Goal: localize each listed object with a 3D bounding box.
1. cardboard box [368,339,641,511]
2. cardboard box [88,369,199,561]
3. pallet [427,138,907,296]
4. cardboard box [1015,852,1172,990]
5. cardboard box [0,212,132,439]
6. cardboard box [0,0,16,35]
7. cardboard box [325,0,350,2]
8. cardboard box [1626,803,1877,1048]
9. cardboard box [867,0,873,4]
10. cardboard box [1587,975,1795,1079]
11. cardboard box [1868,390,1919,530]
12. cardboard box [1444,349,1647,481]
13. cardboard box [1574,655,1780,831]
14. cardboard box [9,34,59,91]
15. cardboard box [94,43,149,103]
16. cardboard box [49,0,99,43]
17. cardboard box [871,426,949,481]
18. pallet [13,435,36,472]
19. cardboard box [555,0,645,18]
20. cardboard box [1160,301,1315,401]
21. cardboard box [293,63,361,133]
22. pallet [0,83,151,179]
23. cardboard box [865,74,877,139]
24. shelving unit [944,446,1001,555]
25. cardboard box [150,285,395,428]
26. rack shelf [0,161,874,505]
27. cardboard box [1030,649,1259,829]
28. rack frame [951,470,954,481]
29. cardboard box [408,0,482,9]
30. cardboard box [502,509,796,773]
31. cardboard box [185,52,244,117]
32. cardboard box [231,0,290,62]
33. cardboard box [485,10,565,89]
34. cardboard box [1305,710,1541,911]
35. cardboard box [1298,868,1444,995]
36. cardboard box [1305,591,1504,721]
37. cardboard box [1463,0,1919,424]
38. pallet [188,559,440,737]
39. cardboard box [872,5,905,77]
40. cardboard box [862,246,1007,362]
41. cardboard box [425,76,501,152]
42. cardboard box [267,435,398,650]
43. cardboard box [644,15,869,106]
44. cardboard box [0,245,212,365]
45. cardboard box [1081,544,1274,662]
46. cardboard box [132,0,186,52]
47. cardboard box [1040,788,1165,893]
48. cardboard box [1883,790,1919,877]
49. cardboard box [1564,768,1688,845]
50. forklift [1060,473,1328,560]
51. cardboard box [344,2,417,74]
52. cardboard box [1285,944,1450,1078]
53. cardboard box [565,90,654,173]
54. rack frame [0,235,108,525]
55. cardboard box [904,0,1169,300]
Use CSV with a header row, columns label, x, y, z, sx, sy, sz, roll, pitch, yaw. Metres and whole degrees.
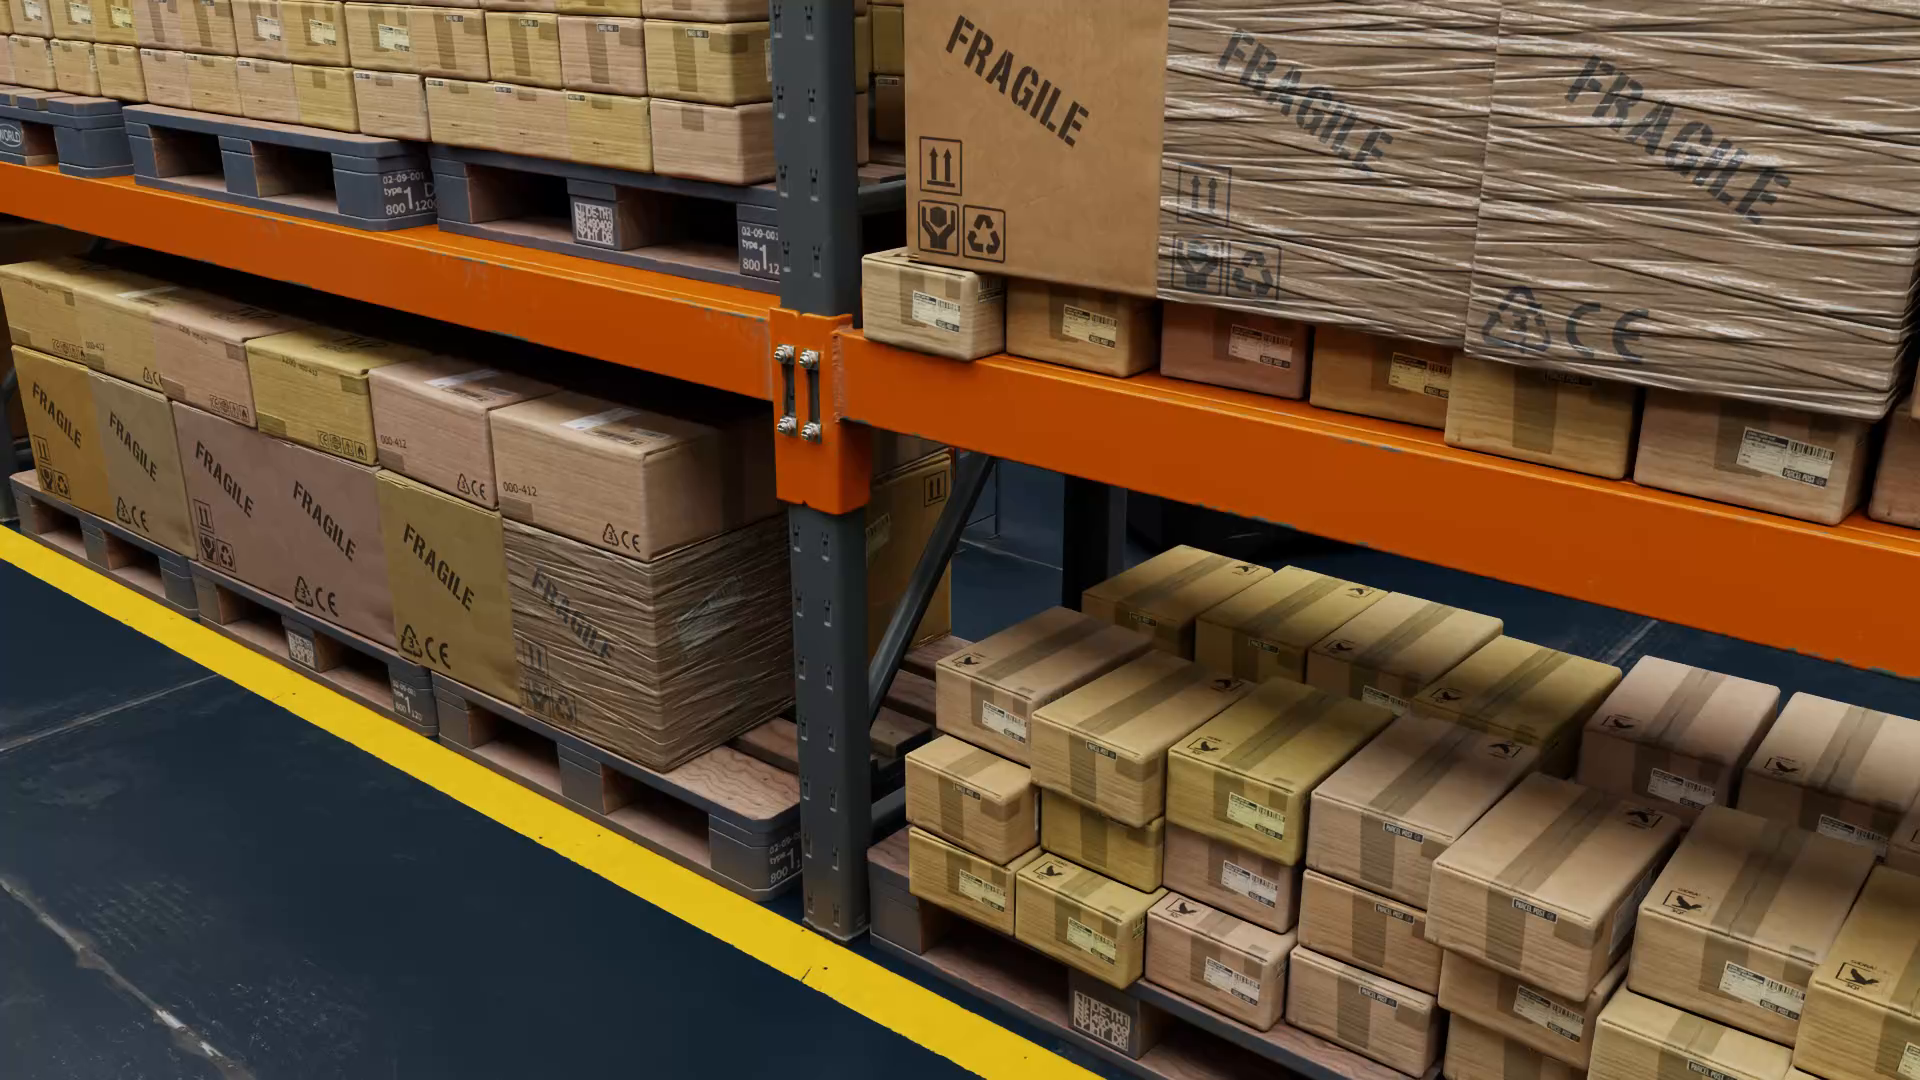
label,x,y,z,sx,sy,sz,roll,pitch,yaw
cardboard box,-1.094,-0.305,4.112,0.500,0.250,0.500,18,27,39
cardboard box,-2.288,-0.293,5.141,0.500,0.500,0.500,16,26,37
pallet,-0.468,-0.833,3.897,1.213,0.211,1.003,16,26,36
cardboard box,0.318,0.654,3.129,0.250,0.149,0.380,17,27,38
cardboard box,-3.481,-0.909,6.421,0.750,0.750,1.050,16,26,36
cardboard box,-2.819,-1.660,5.159,0.250,0.149,0.380,18,27,39
cardboard box,-1.411,-1.397,4.039,0.250,0.149,0.380,15,25,34
cardboard box,1.197,0.570,2.507,0.250,0.149,0.380,15,25,34
cardboard box,-0.202,-1.344,3.898,0.250,0.149,0.380,17,26,38
cardboard box,1.136,0.733,2.496,0.250,0.149,0.380,16,26,36
cardboard box,1.333,-0.114,2.077,0.250,0.149,0.380,17,27,38
cardboard box,0.893,-0.223,2.365,0.250,0.149,0.380,17,26,37
cardboard box,1.313,0.369,3.040,0.250,0.149,0.380,15,25,34
cardboard box,-2.640,-1.469,5.073,0.250,0.149,0.380,18,27,39
cardboard box,-2.220,-1.349,4.755,0.250,0.149,0.380,18,27,39
cardboard box,-2.399,-1.542,4.844,0.250,0.149,0.380,15,25,35
cardboard box,-0.373,-0.327,4.169,0.500,0.250,0.500,15,25,34
pallet,-3.629,-0.496,6.685,1.213,0.211,1.003,16,26,36
cardboard box,-0.611,-1.166,3.426,0.250,0.149,0.380,15,25,35
cardboard box,0.532,-0.360,2.727,0.250,0.149,0.380,15,25,34
cardboard box,-1.412,-1.116,4.136,0.250,0.149,0.380,17,27,39
pallet,-2.447,-1.385,5.362,1.003,0.211,1.213,16,26,36
cardboard box,-0.200,-1.065,4.002,0.250,0.149,0.380,17,26,37
shelving unit,-0.011,-0.565,5.465,0.189,1.200,0.258,16,26,36
cardboard box,-1.917,-0.535,4.722,0.500,0.250,0.500,16,26,37
rack shelf,-1.517,-0.822,4.616,4.000,0.370,1.077,16,26,36
cardboard box,0.344,0.358,3.070,0.250,0.149,0.380,18,27,39
rack frame,-0.082,-0.585,5.519,0.006,1.200,0.240,16,26,36
cardboard box,-1.013,-1.282,3.735,0.250,0.149,0.380,16,26,36
cardboard box,-0.700,0.165,3.928,0.500,0.500,0.500,15,26,35
cardboard box,-1.819,-1.233,4.449,0.250,0.149,0.380,16,26,37
cardboard box,-1.609,-1.314,4.241,0.250,0.149,0.380,17,27,38
cardboard box,-0.796,-1.080,3.620,0.250,0.149,0.380,17,27,39
cardboard box,0.788,0.453,2.818,0.250,0.149,0.380,15,25,35
cardboard box,0.783,0.592,2.871,0.250,0.149,0.380,15,25,34
cardboard box,0.893,0.255,3.344,0.250,0.149,0.380,16,26,36
cardboard box,1.012,-0.488,2.148,0.500,0.500,0.500,15,26,35
pallet,-1.521,0.147,4.979,1.213,0.211,1.003,16,26,36
cardboard box,0.018,-1.144,3.790,0.250,0.149,0.380,17,26,37
cardboard box,0.045,-0.442,2.945,0.250,0.149,0.380,17,27,38
cardboard box,-0.988,-0.996,3.818,0.250,0.149,0.380,15,25,34
cardboard box,-1.492,-0.066,4.539,0.500,0.500,0.500,15,26,35
cardboard box,-0.401,-0.965,3.316,0.250,0.149,0.380,17,27,38
cardboard box,-2.685,-0.762,5.324,0.500,0.250,0.500,15,25,34
cardboard box,0.473,0.155,3.608,0.250,0.149,0.380,17,27,38
cardboard box,-2.010,-1.430,4.547,0.250,0.149,0.380,16,26,36
cardboard box,0.364,0.486,3.151,0.250,0.149,0.380,16,26,37
cardboard box,1.653,0.511,2.663,0.250,0.149,0.380,16,26,36
cardboard box,1.256,0.516,3.074,0.250,0.149,0.380,17,26,38
forklift,1.919,-1.610,5.783,3.031,2.935,1.130,-7,22,-19
cardboard box,-1.211,-1.198,3.933,0.250,0.149,0.380,14,25,34
cardboard box,0.771,0.738,2.906,0.250,0.149,0.380,15,26,35
cardboard box,-0.602,-0.883,3.521,0.250,0.149,0.380,16,26,37
rack frame,-3.066,-1.605,5.672,0.127,3.000,1.000,16,26,36
cardboard box,0.257,-0.719,2.760,0.500,0.500,0.500,16,26,35
